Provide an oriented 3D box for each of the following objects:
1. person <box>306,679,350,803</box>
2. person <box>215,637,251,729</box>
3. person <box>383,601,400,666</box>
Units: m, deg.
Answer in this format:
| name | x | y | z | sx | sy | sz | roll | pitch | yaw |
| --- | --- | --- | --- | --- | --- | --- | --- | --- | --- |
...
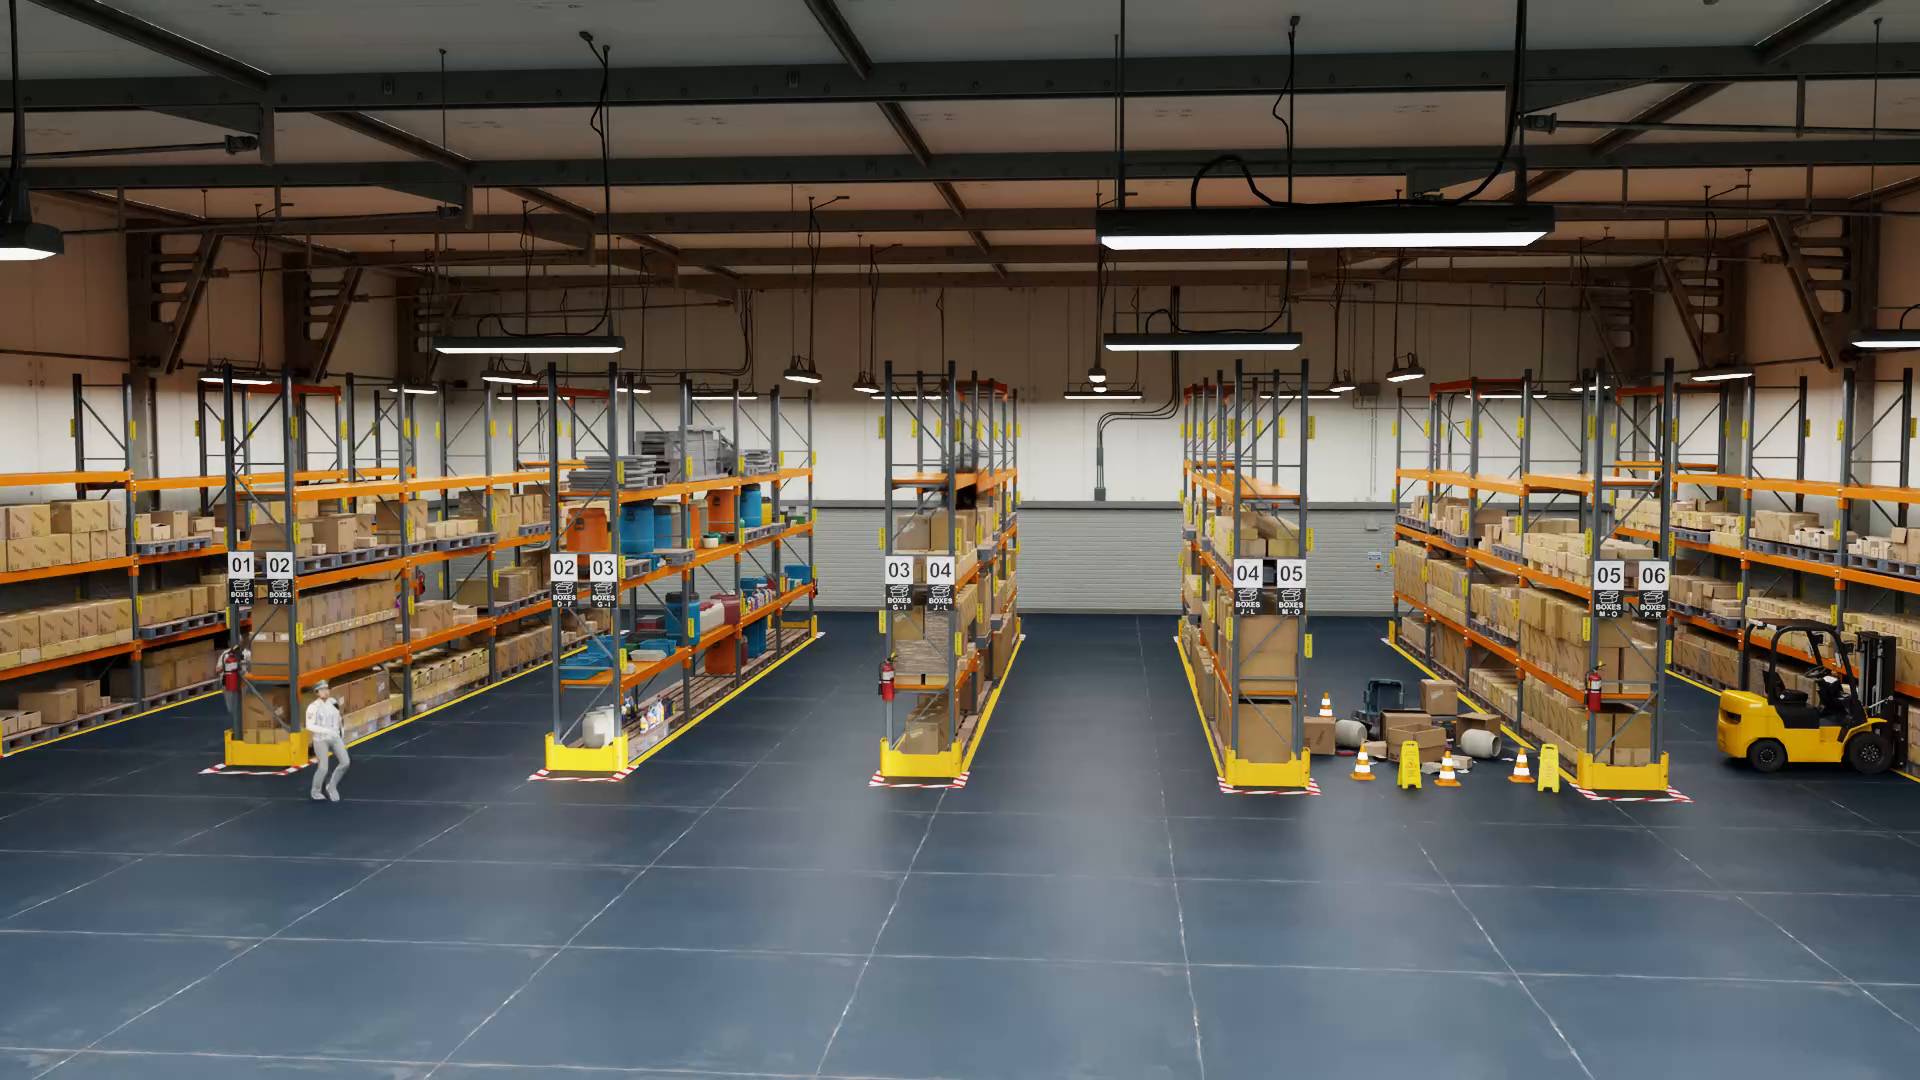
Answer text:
| name | x | y | z | sx | sy | sz | roll | pitch | yaw |
| --- | --- | --- | --- | --- | --- | --- | --- | --- | --- |
| person | -8.505 | 2.701 | 22.386 | 0.652 | 1.678 | 0.623 | 3 | 5 | 36 |
| person | -11.745 | 2.369 | 26.928 | 0.602 | 1.660 | 0.913 | 0 | 4 | 0 |
| person | -12.090 | 1.842 | 34.865 | 0.674 | 1.721 | 0.569 | 0 | 4 | 3 |
